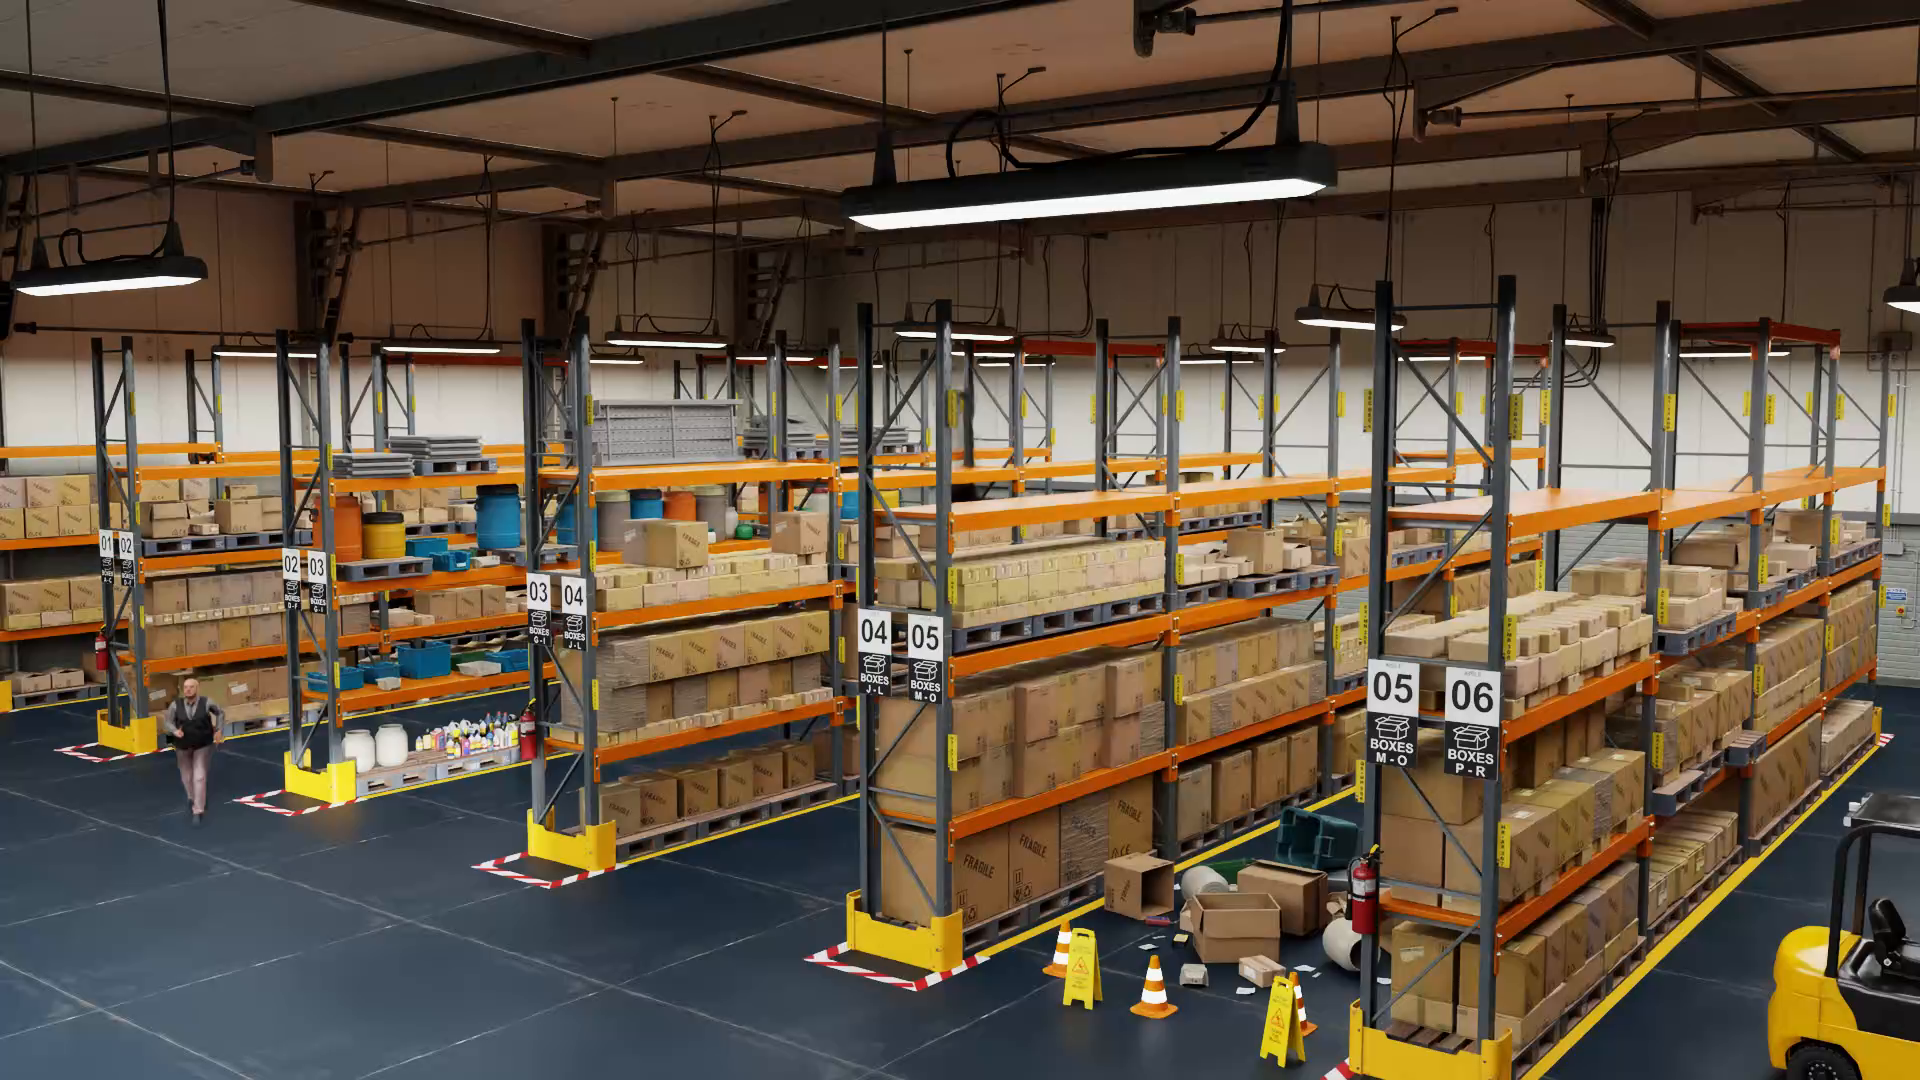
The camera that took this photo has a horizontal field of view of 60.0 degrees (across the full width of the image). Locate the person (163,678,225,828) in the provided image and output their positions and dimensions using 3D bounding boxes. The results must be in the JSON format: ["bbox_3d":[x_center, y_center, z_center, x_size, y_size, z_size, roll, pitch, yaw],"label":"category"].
[{"bbox_3d":[-9.311,2.548,20.225,0.673,1.756,0.846,-1,5,-14],"label":"person"}]

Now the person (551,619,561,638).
[{"bbox_3d":[-8.152,1.497,33.070,0.599,1.596,0.539,5,7,43],"label":"person"}]
